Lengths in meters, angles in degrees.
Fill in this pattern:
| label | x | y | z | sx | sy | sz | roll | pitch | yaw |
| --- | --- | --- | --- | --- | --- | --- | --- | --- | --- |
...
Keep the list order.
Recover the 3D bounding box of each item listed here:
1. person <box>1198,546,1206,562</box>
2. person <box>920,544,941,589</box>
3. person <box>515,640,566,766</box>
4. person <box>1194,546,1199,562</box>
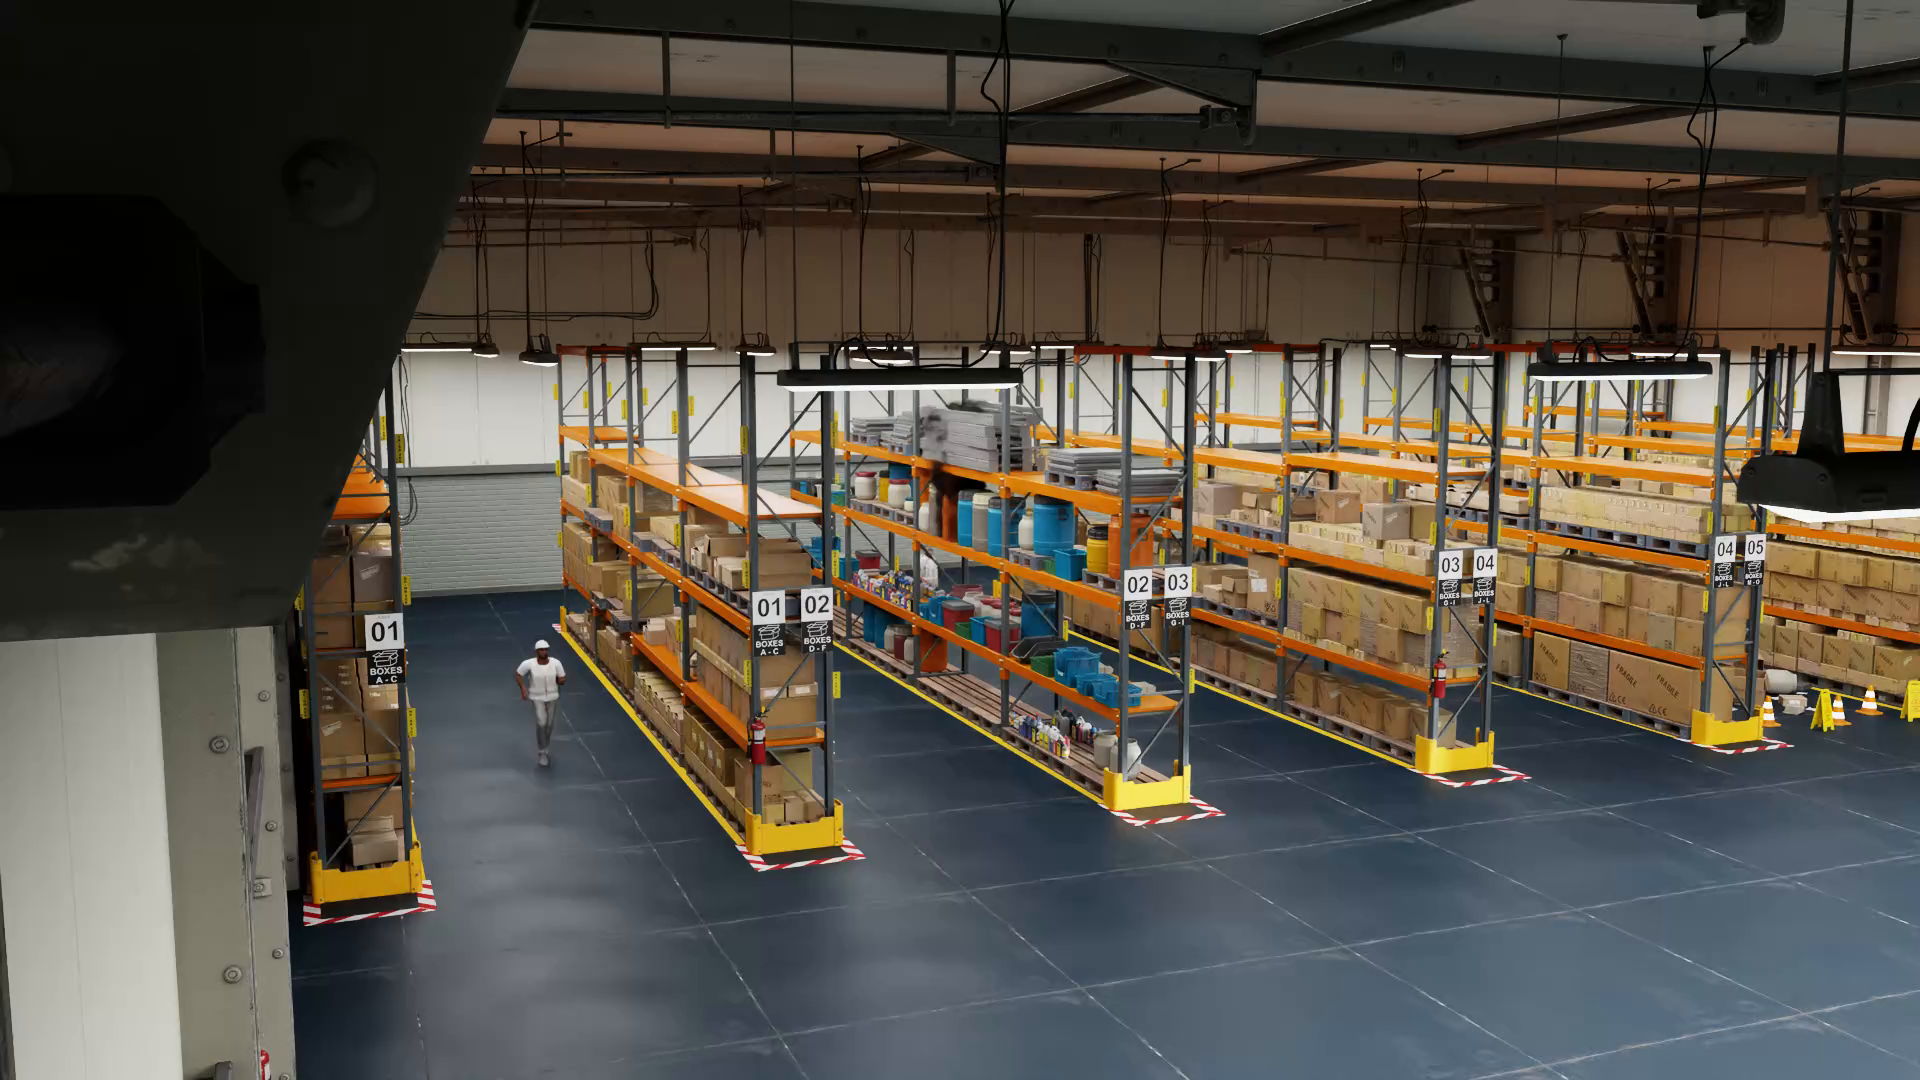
| label | x | y | z | sx | sy | sz | roll | pitch | yaw |
| --- | --- | --- | --- | --- | --- | --- | --- | --- | --- |
| person | 6.122 | 0.162 | 41.751 | 0.909 | 1.683 | 0.617 | -6 | 9 | -39 |
| person | -0.727 | 0.931 | 35.843 | 0.656 | 1.748 | 0.639 | -6 | 9 | -39 |
| person | -6.111 | 2.370 | 24.405 | 0.675 | 1.830 | 0.722 | -4 | 8 | -31 |
| person | 5.853 | 0.290 | 41.634 | 0.653 | 1.567 | 0.661 | -1 | 7 | -6 |
